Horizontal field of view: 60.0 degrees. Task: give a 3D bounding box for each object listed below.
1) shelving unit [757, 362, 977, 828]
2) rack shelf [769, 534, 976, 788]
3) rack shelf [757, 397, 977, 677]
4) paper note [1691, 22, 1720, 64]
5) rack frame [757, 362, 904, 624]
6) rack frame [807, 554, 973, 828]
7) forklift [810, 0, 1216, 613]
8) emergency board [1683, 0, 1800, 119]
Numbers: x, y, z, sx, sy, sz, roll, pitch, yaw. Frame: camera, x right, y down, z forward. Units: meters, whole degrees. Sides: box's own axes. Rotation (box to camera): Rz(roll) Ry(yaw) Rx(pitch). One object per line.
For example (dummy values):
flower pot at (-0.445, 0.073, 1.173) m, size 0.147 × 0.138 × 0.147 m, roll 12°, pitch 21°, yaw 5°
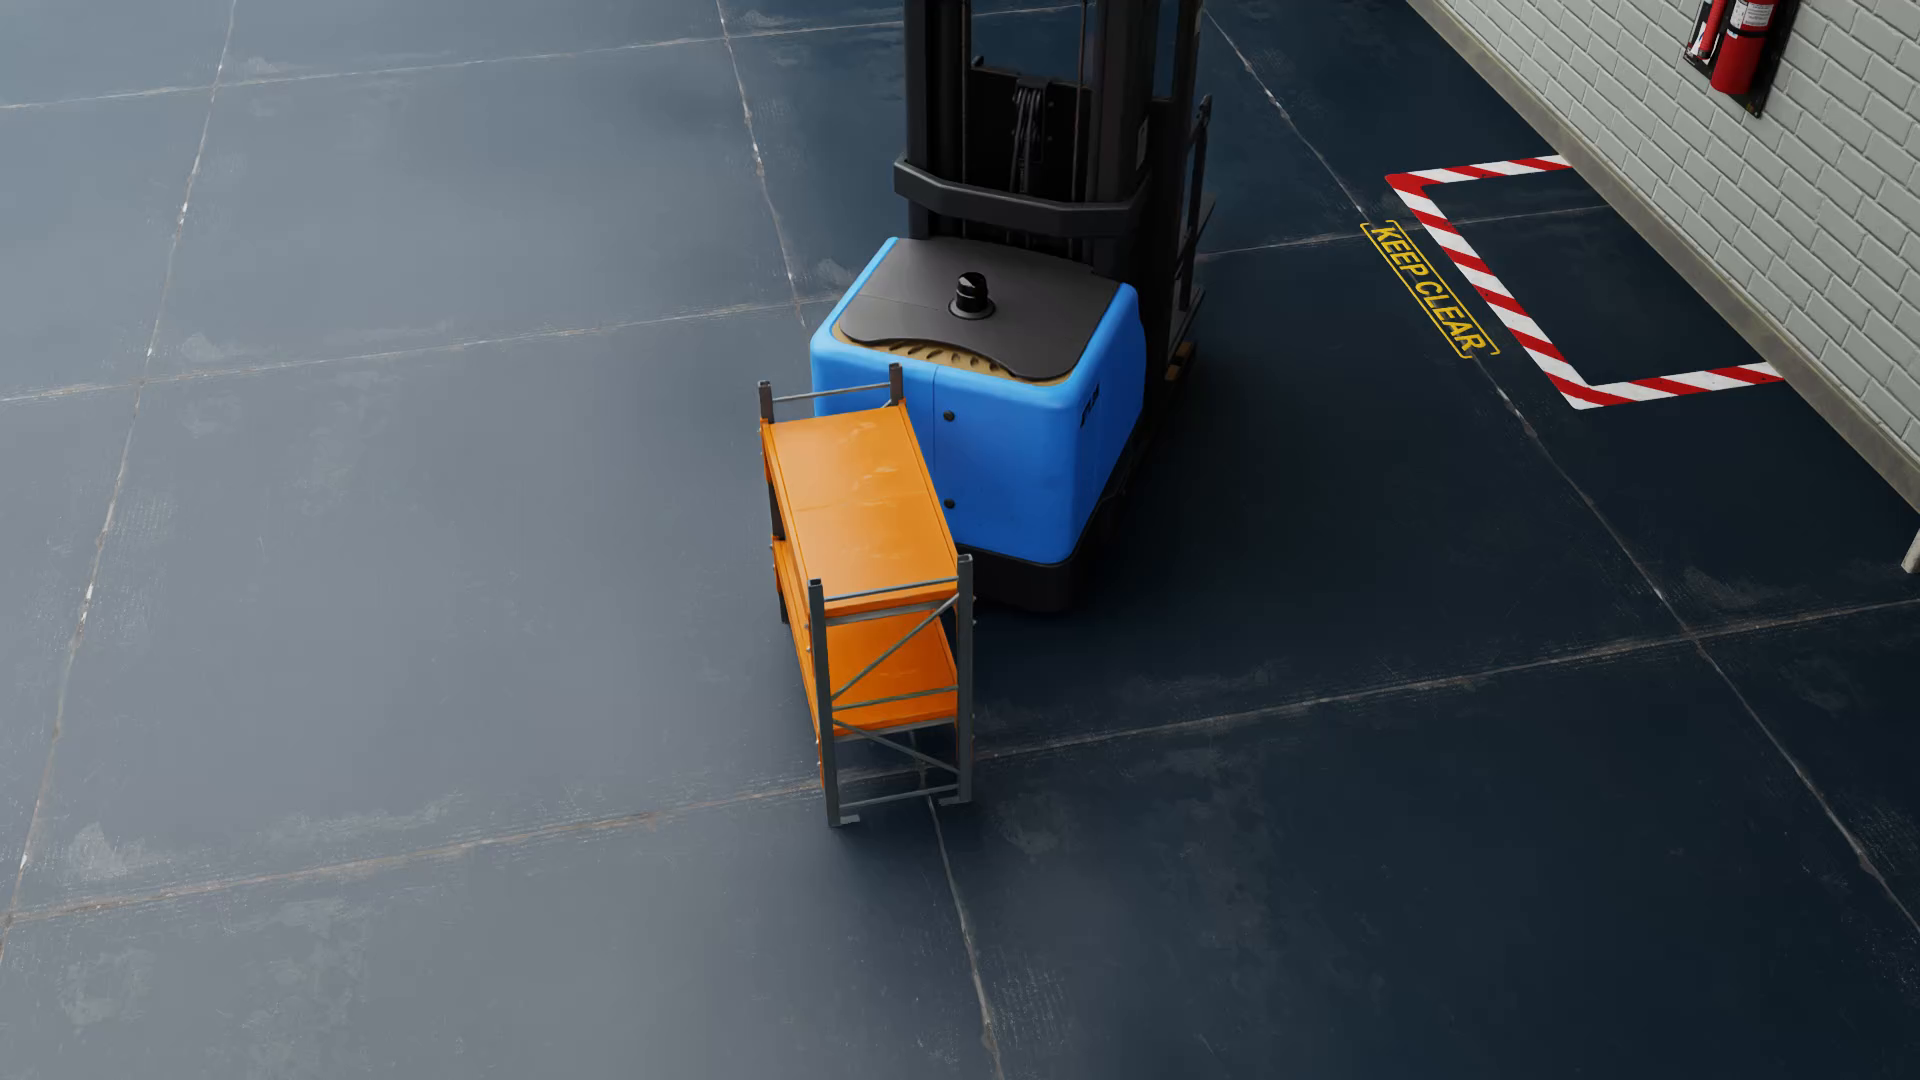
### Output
shelving unit at (-0.325, 0.181, 5.698) m, size 0.538 × 1.125 × 1.048 m, roll -9°, pitch 42°, yaw -10°
rack shelf at (-0.325, 0.364, 5.861) m, size 0.538 × 0.278 × 1.000 m, roll -9°, pitch 42°, yaw -10°
rack shelf at (-0.325, -0.037, 5.504) m, size 0.538 × 0.278 × 1.000 m, roll -9°, pitch 42°, yaw -10°
paper note at (3.481, -2.321, 7.769) m, size 0.016 × 0.148 × 0.142 m, roll -8°, pitch 42°, yaw -9°
rack frame at (-0.444, -0.147, 6.068) m, size 0.500 × 1.125 × 0.032 m, roll -9°, pitch 42°, yaw -10°
rack frame at (-0.207, 0.510, 5.329) m, size 0.500 × 1.125 × 0.032 m, roll -9°, pitch 42°, yaw -10°
forklift at (0.437, -1.807, 6.577) m, size 1.130 × 2.935 × 3.031 m, roll 14°, pitch 43°, yaw 15°
emergency board at (3.451, -2.526, 7.336) m, size 0.194 × 1.169 × 0.643 m, roll -8°, pitch 42°, yaw -9°
